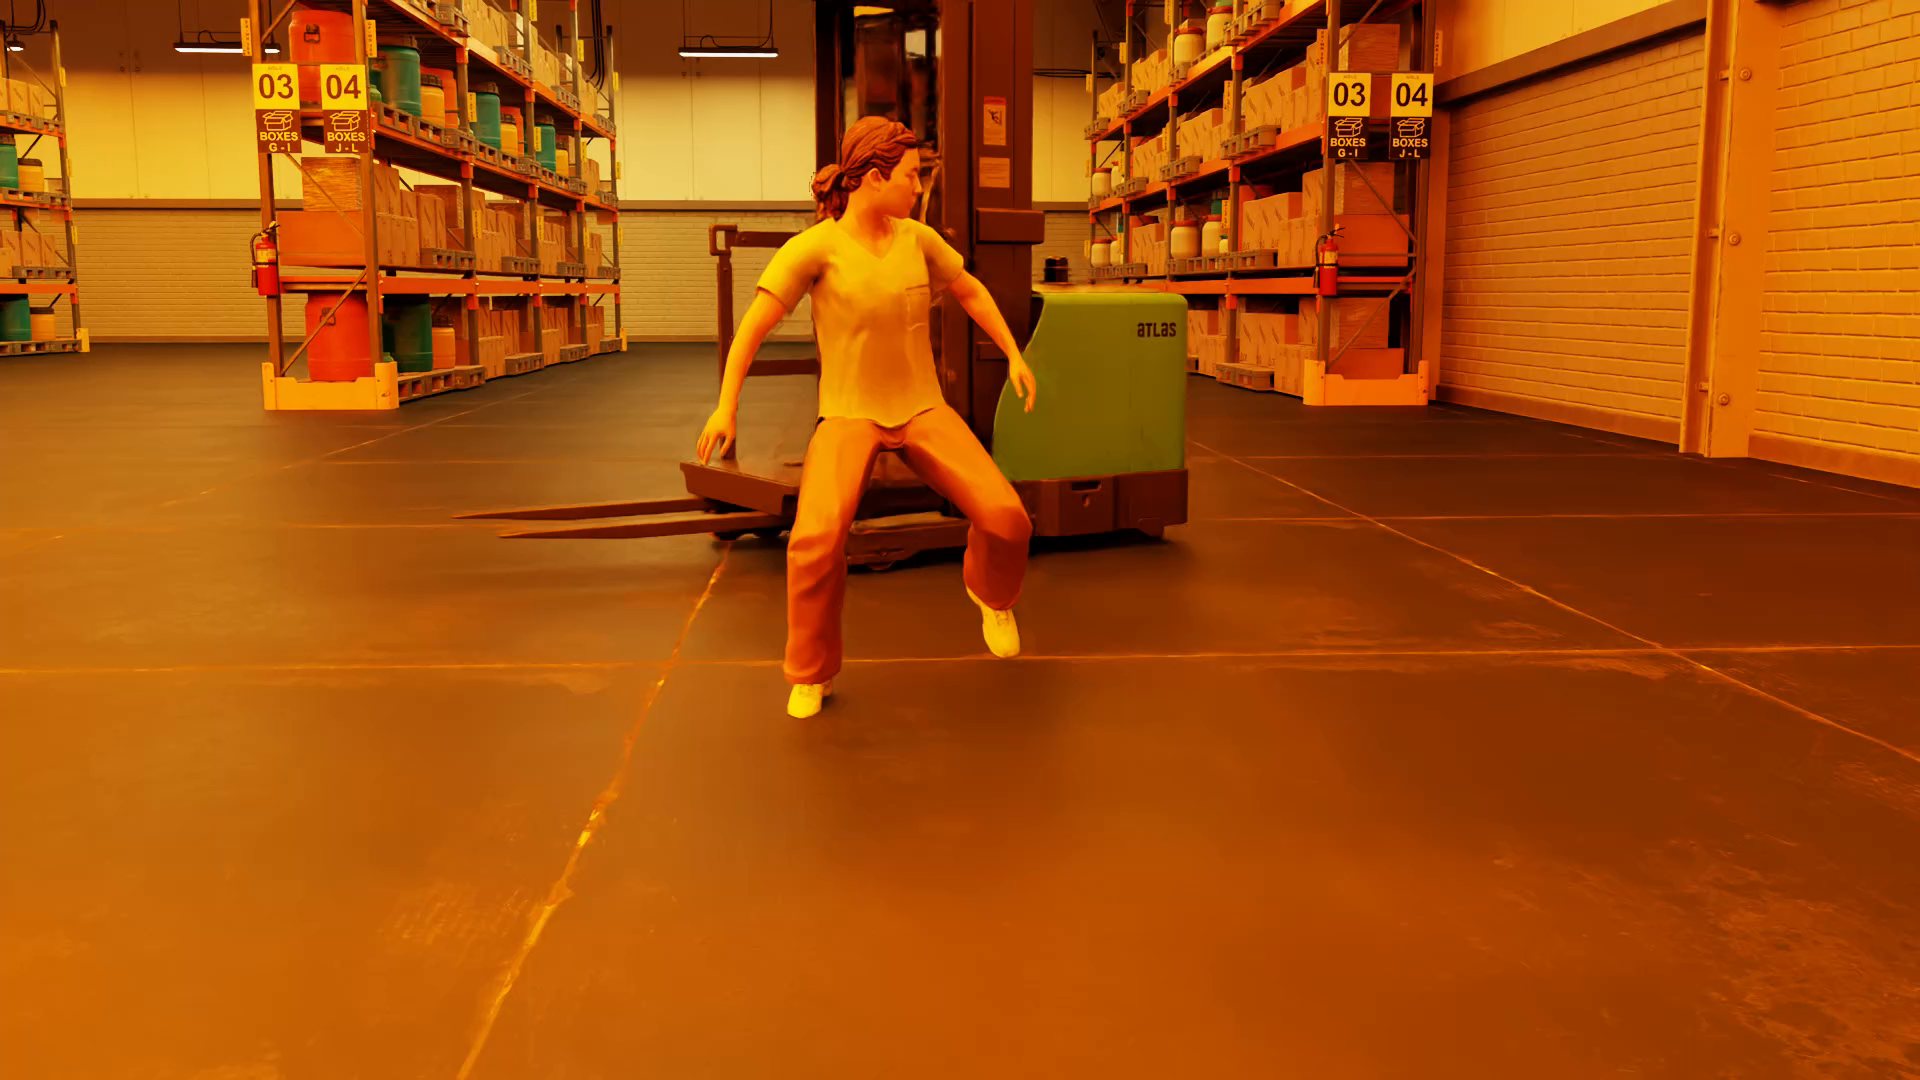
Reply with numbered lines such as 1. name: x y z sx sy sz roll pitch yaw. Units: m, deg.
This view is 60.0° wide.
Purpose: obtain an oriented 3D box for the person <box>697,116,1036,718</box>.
1. person: -0.225 -0.323 4.408 0.972 1.558 0.502 -3 9 -20

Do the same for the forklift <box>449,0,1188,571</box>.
1. forklift: -0.519 -1.402 6.771 3.031 2.935 1.130 -5 10 -32
